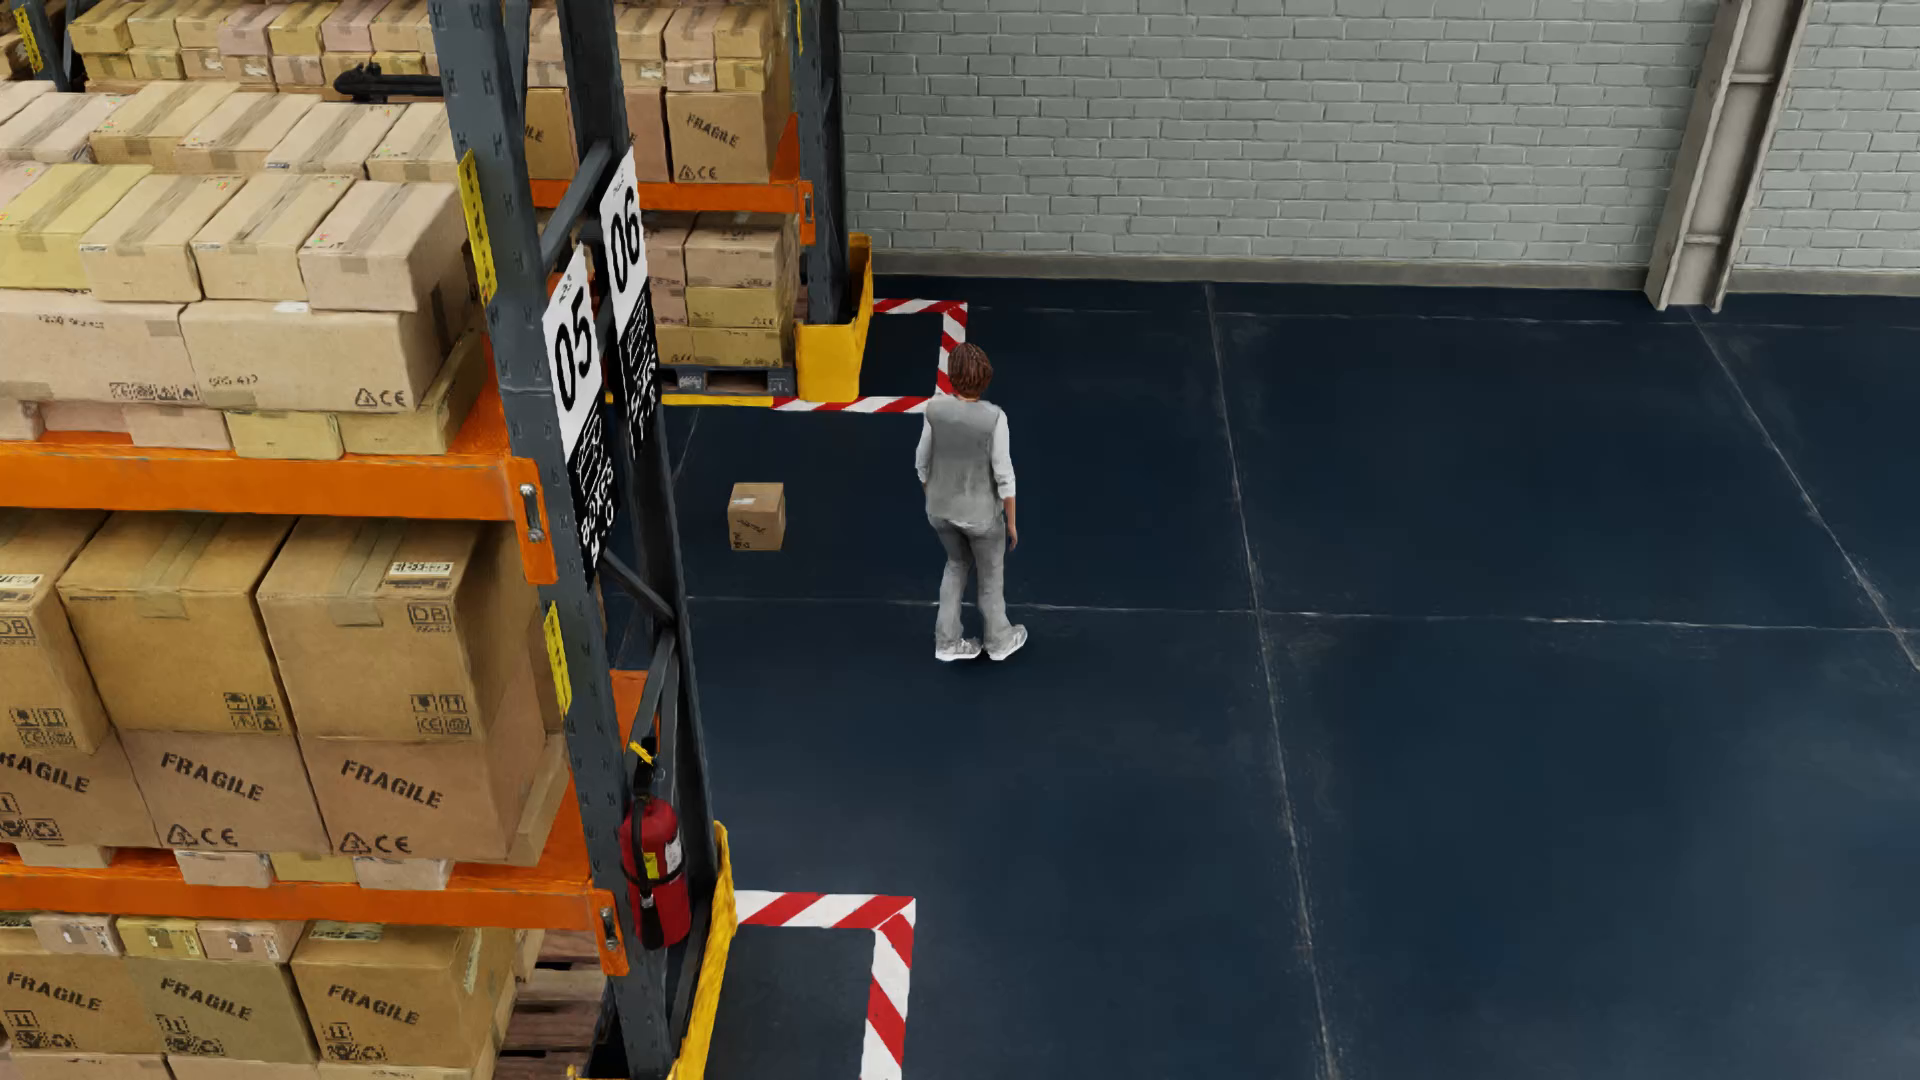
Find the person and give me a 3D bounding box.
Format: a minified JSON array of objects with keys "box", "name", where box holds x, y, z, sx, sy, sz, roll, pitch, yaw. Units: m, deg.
[{"box":[0.041,-0.121,7.305,0.485,1.580,0.440,13,38,17],"name":"person"}]
